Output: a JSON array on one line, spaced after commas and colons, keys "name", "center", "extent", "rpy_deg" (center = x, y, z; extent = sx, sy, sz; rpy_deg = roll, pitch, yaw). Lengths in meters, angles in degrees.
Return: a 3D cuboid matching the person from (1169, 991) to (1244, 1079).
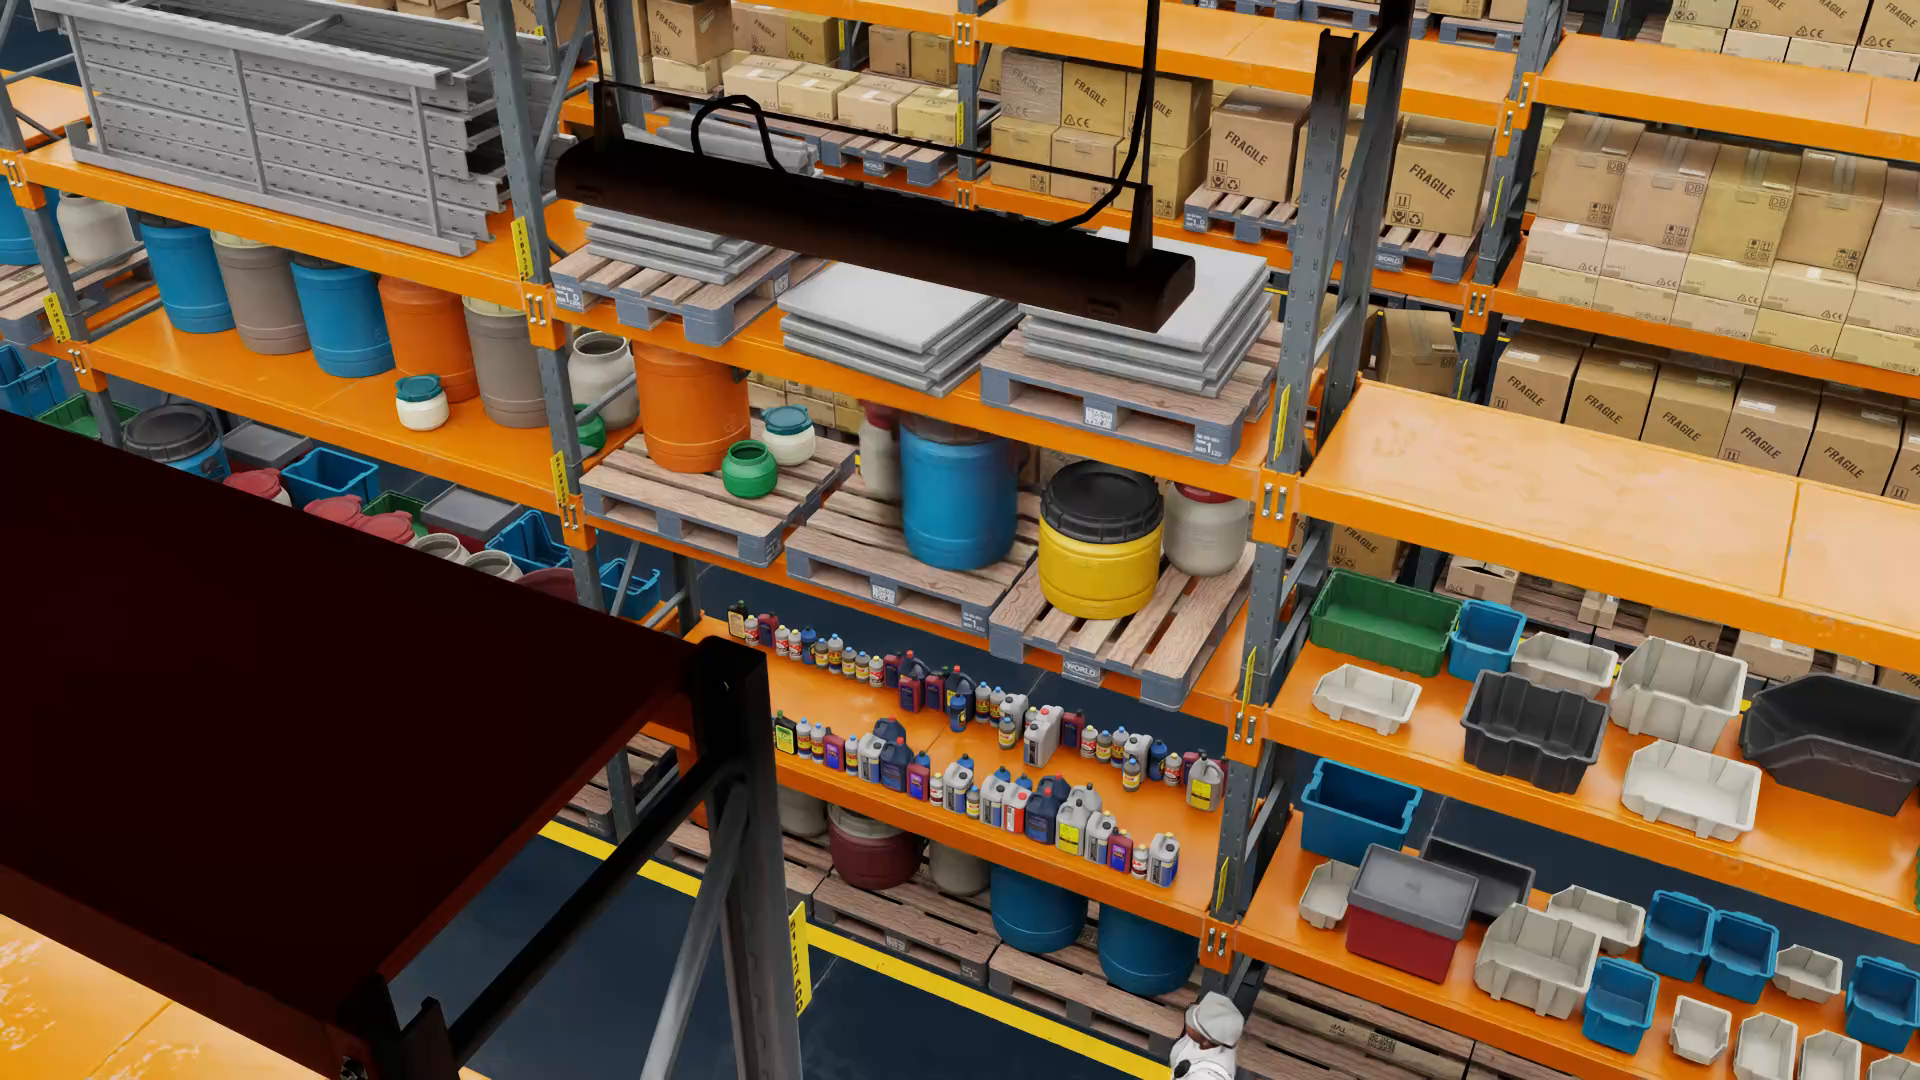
[{"name": "person", "center": [1.173, 2.780, 8.156], "extent": [1.033, 1.508, 0.457], "rpy_deg": [1, 35, 1]}]
